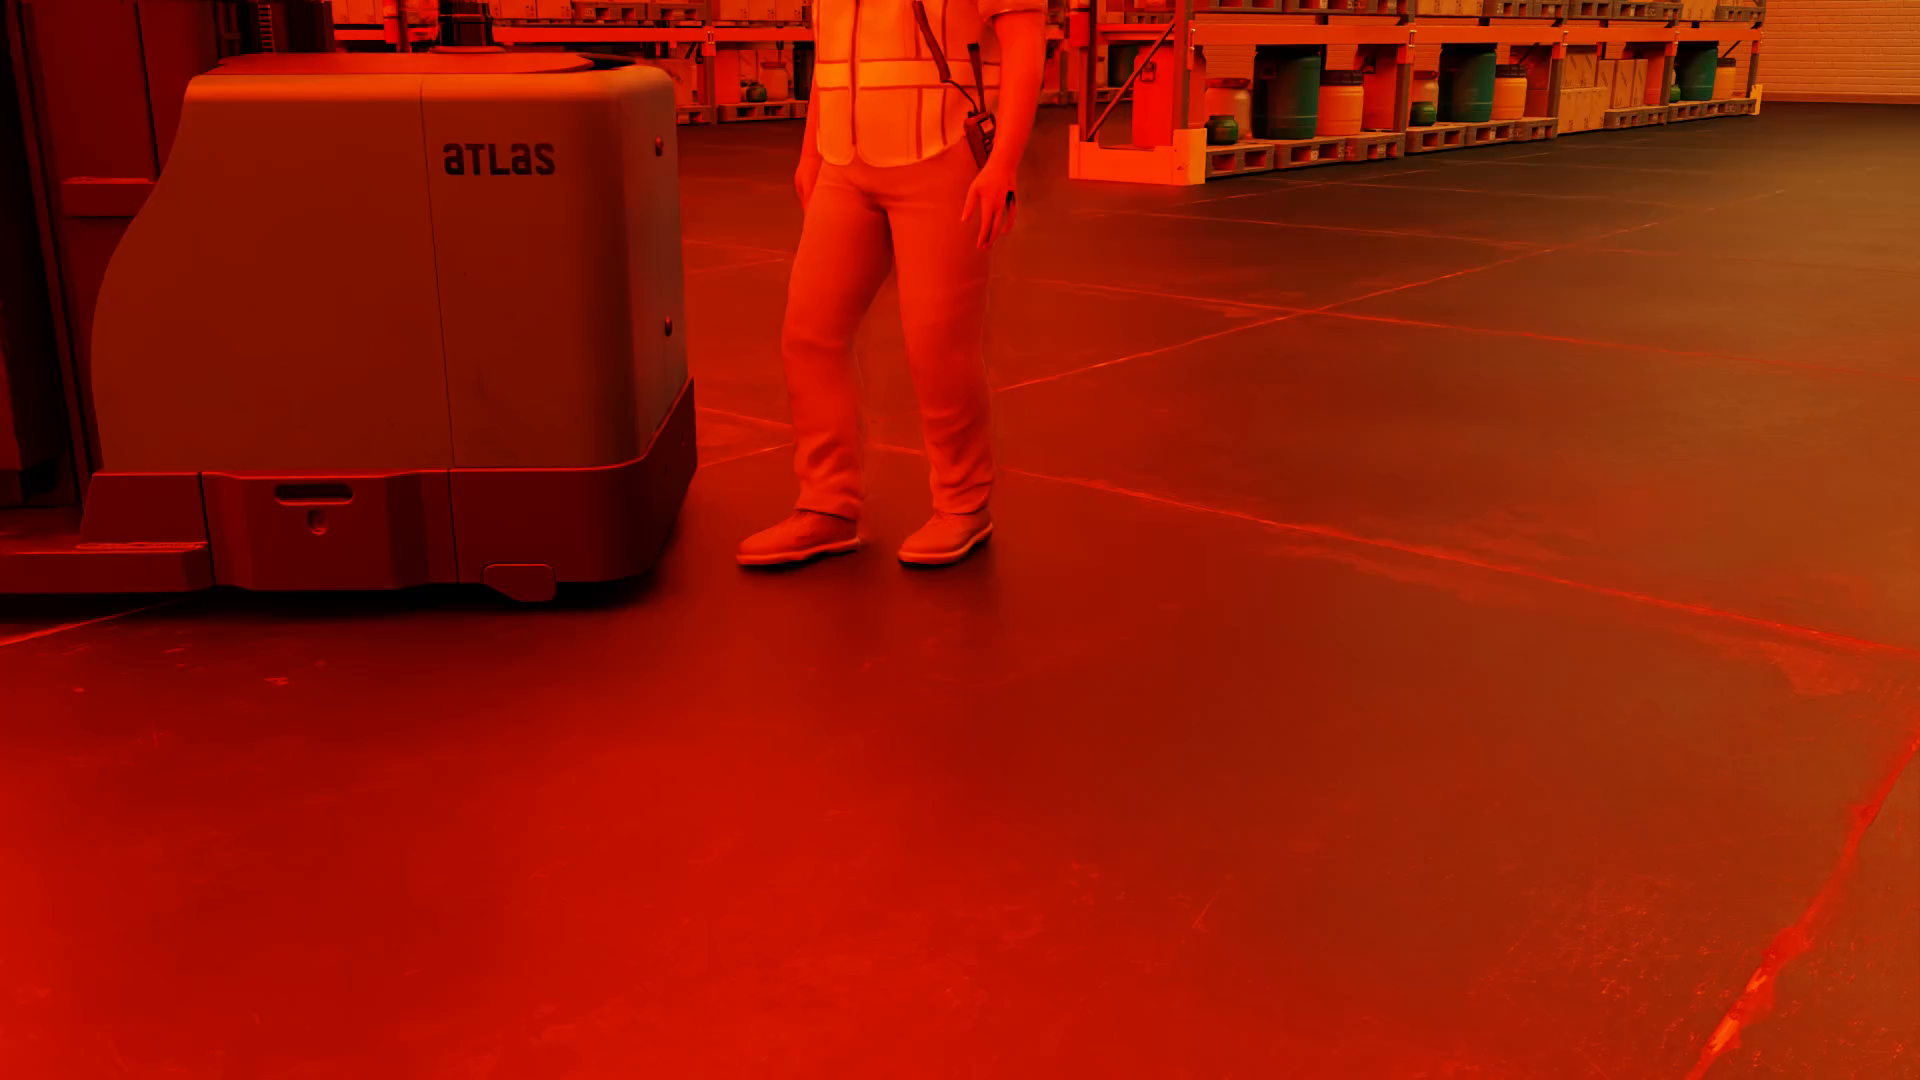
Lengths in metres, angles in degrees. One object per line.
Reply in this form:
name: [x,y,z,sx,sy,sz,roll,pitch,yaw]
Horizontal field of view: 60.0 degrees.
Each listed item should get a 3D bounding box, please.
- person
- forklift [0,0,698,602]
person: [-0.153,-0.789,3.544,0.691,1.742,0.575,12,20,34]
forklift: [-2.180,-1.384,3.455,3.031,2.935,1.130,-1,17,-2]
